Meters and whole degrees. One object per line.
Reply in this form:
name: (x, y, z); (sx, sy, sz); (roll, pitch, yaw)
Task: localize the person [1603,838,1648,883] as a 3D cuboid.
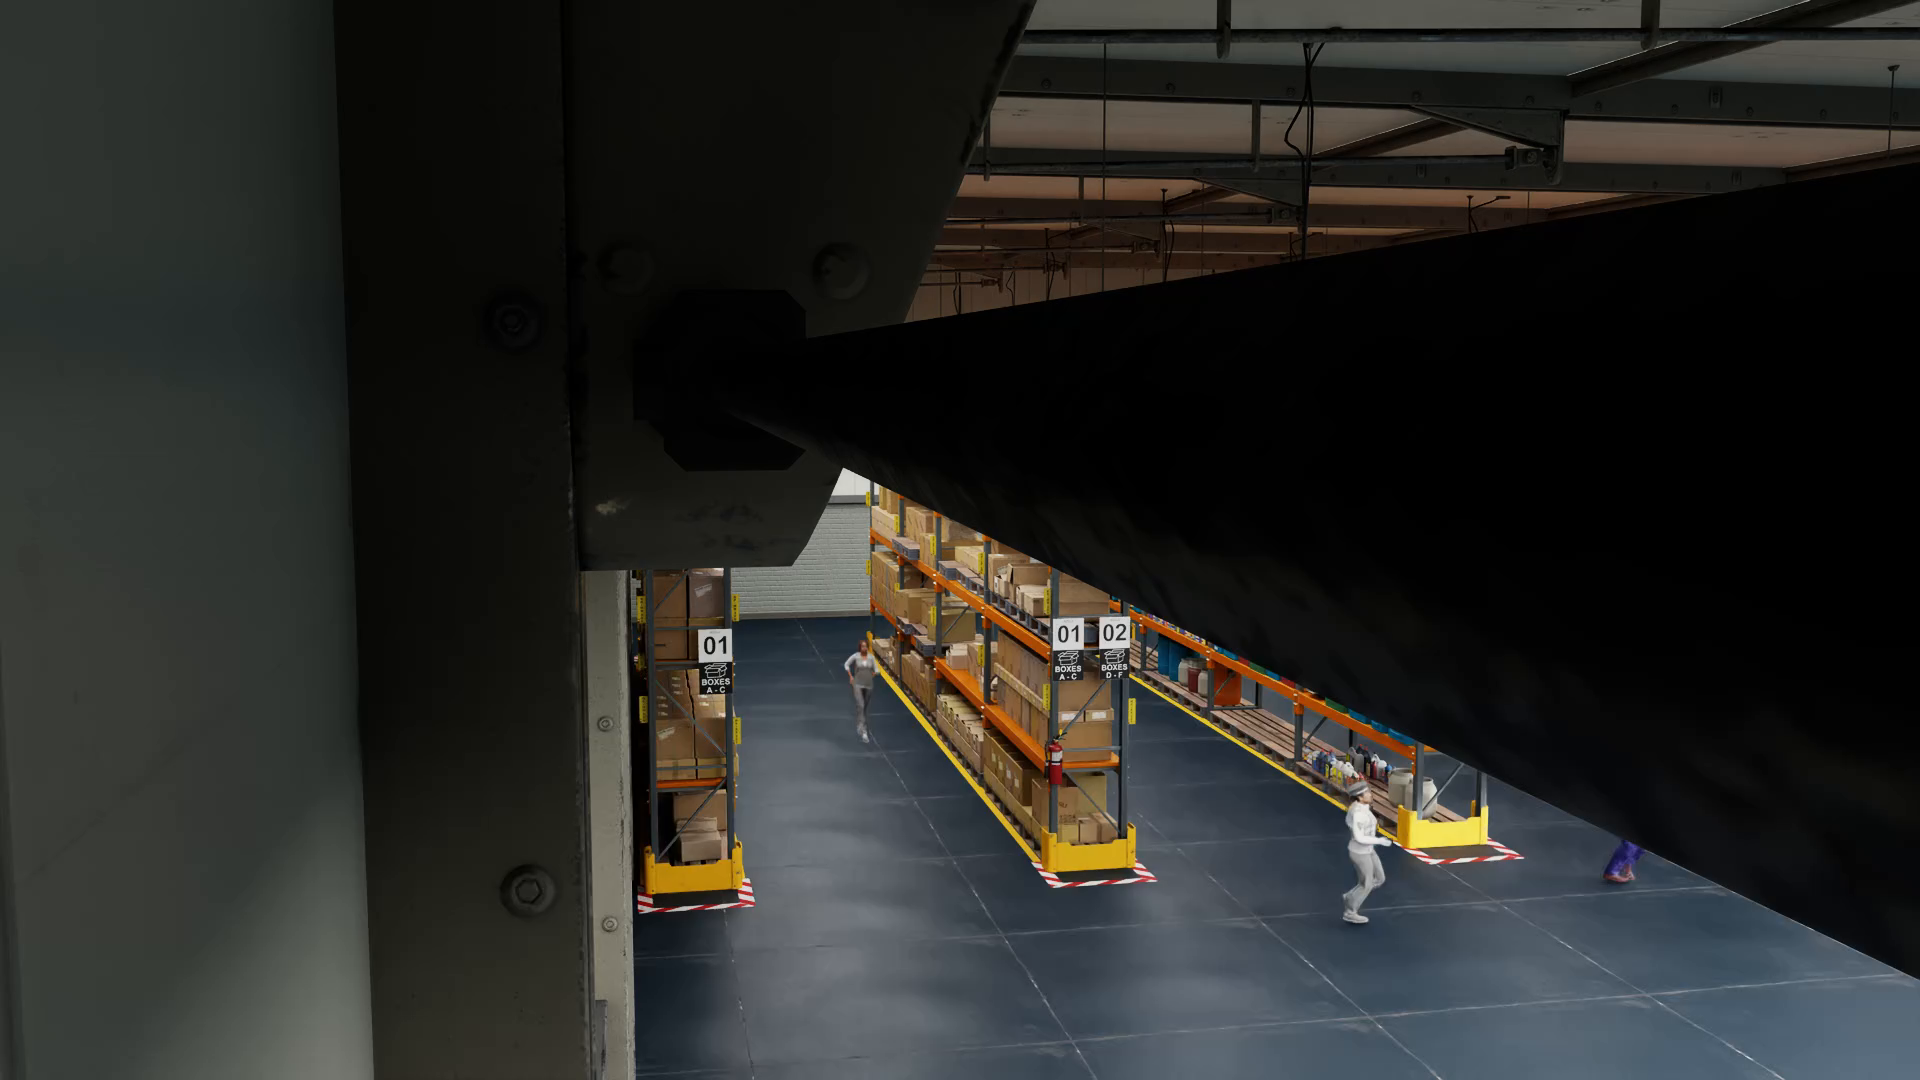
person: (8.234, 3.402, 20.341); (0.643, 1.617, 0.579); (2, 6, 17)

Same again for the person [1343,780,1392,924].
person: (4.627, 3.533, 18.875); (0.544, 1.653, 0.602); (2, 6, 17)

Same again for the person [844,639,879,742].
person: (-1.576, 2.461, 27.071); (0.539, 1.521, 0.813); (-2, 6, -18)
